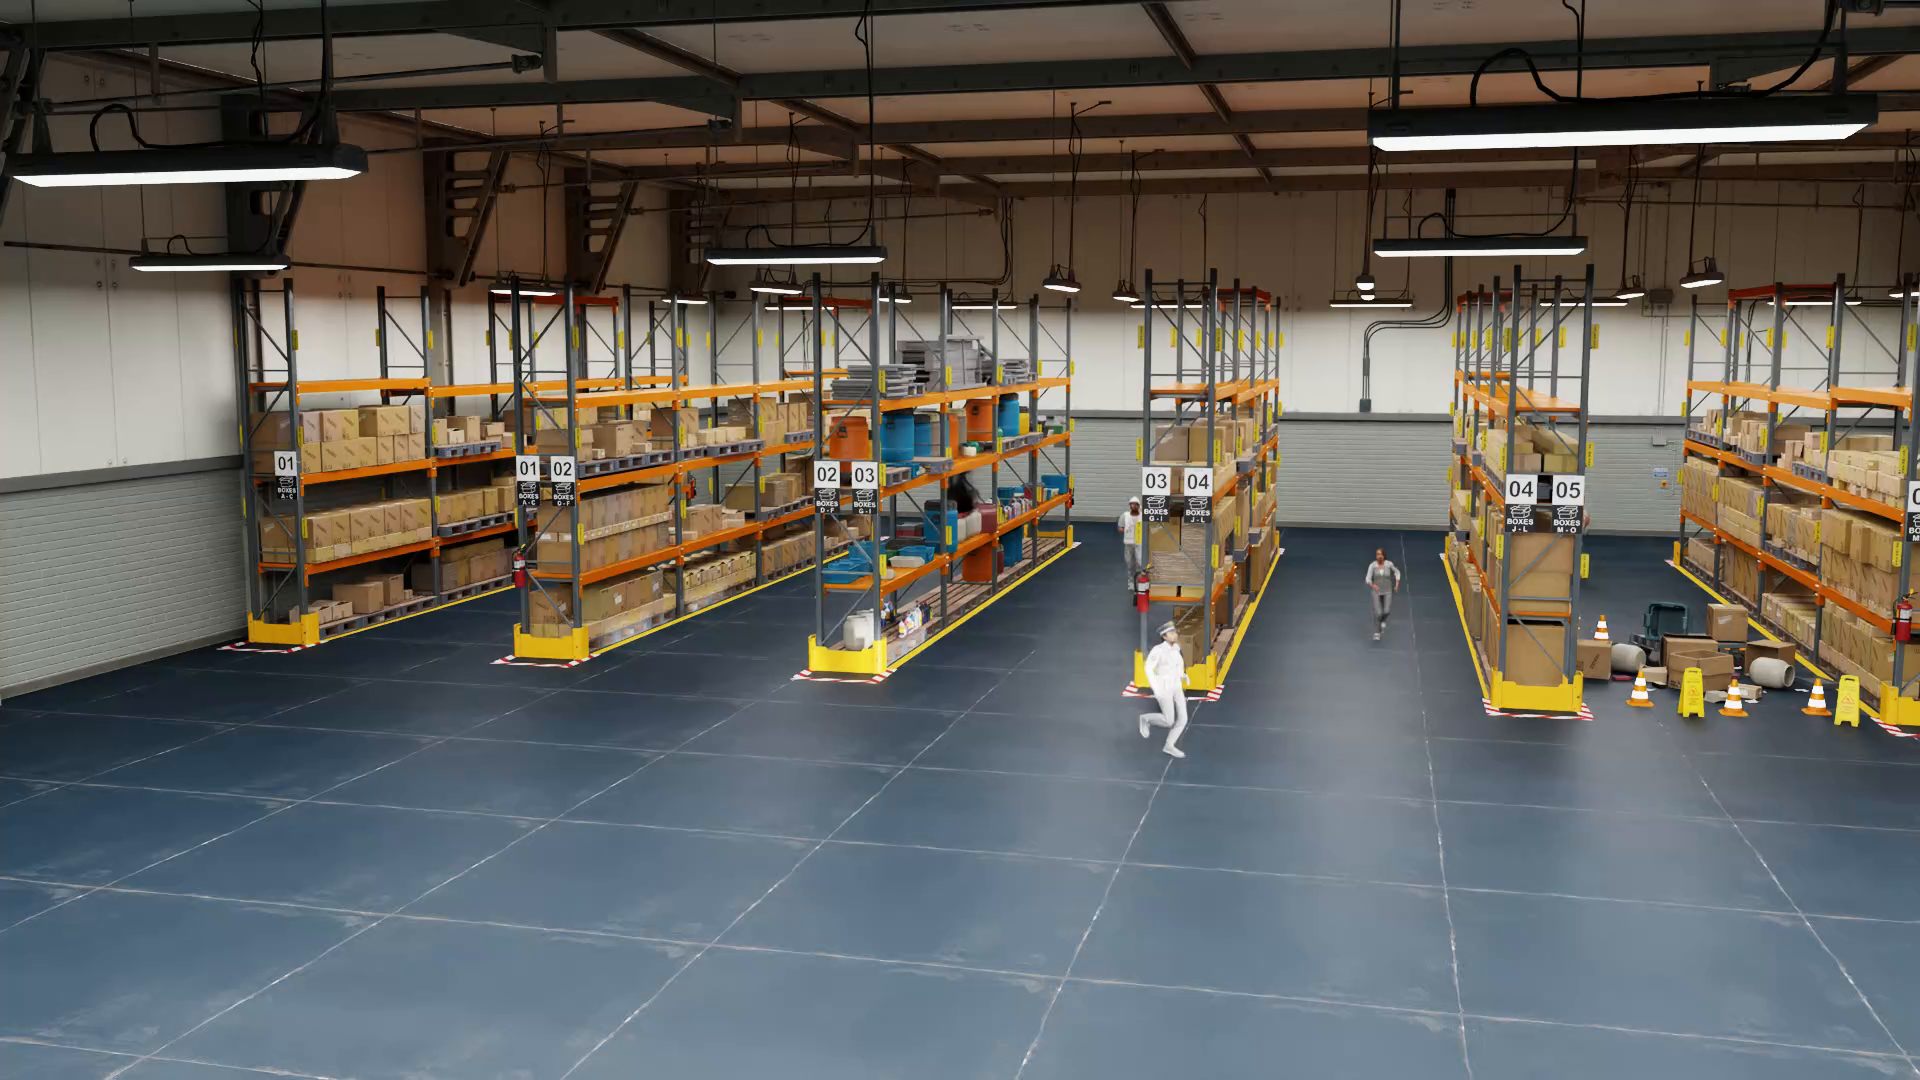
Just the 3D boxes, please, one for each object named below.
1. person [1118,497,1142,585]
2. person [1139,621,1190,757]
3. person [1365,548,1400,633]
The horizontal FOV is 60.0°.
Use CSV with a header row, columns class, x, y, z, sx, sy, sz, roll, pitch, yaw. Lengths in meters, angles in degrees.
class,x,y,z,sx,sy,sz,roll,pitch,yaw
person,3.269,0.032,31.073,0.640,1.684,0.546,1,7,12
person,2.493,1.782,20.169,0.622,1.637,0.582,-6,9,-40
person,7.049,0.871,27.748,0.566,1.472,0.643,2,7,13
